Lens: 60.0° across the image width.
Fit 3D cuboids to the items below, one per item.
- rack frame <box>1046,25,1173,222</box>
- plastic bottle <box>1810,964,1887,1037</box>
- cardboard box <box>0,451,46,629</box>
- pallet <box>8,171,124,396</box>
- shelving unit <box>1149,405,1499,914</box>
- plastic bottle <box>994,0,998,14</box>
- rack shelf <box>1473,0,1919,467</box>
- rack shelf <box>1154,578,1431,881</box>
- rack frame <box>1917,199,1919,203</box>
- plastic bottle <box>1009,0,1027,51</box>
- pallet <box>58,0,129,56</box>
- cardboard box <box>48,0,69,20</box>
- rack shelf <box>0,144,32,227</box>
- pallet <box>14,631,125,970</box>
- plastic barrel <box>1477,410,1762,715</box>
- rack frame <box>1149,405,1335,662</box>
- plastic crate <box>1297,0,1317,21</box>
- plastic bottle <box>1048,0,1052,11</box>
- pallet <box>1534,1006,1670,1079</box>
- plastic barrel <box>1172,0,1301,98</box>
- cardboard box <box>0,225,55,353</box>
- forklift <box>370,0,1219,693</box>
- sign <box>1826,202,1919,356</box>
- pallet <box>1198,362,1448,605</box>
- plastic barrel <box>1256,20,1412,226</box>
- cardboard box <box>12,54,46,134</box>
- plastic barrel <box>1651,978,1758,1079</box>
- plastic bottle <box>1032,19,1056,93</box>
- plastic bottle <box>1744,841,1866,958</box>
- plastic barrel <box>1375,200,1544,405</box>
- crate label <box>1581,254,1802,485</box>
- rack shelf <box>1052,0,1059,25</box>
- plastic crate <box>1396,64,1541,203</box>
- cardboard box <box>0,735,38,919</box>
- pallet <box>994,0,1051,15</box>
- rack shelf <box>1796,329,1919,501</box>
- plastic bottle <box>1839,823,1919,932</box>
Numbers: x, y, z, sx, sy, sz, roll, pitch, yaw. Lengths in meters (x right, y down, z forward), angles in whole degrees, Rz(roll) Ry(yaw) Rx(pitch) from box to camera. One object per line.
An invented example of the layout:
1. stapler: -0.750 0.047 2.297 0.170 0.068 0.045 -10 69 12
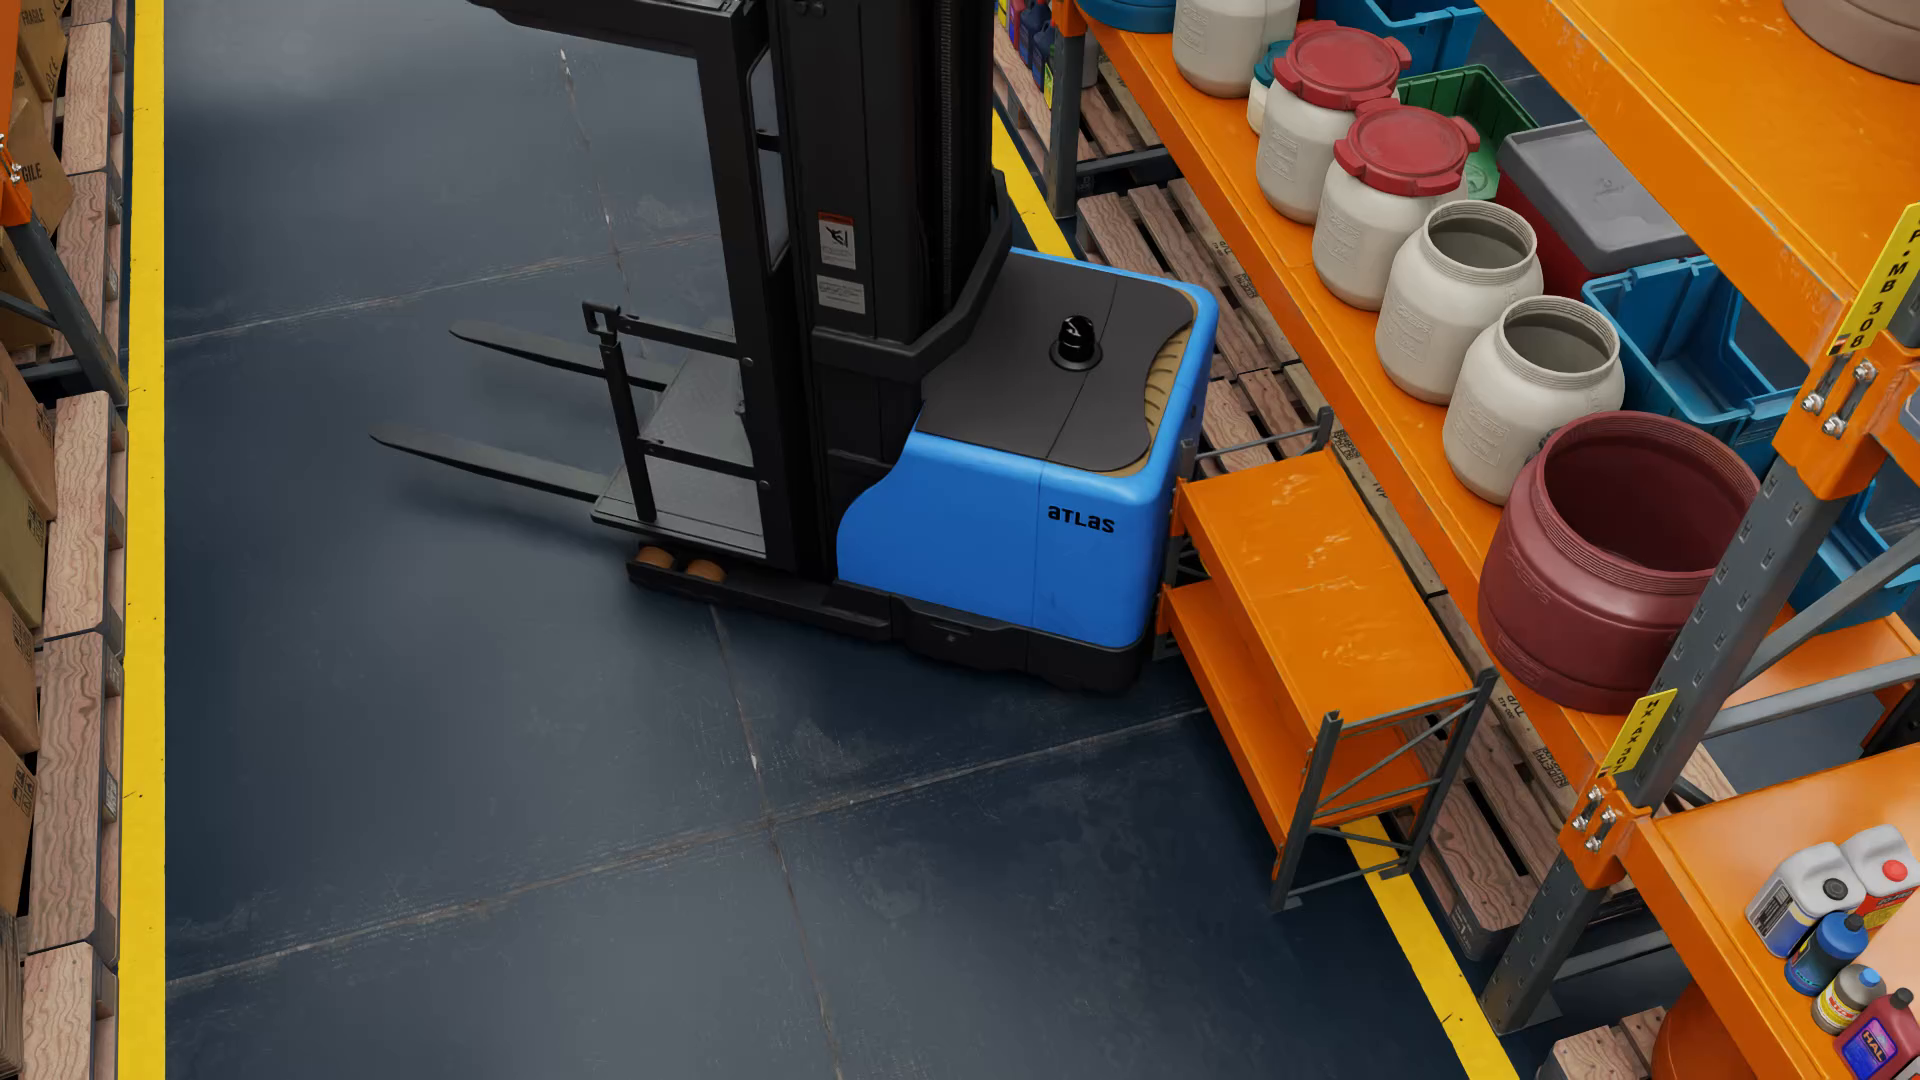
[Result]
1. rack frame: 0.886 -2.552 6.440 1.000 3.000 0.127 -13 51 -11
2. plastic bottle: 1.925 0.984 3.588 0.097 0.201 0.097 0 50 0
3. cardboard box: -3.561 0.037 5.604 0.700 0.500 0.500 -14 51 -11
4. pallet: -4.078 -1.016 6.969 1.003 0.211 1.213 -13 51 -11
5. shelving unit: 1.061 0.385 5.179 0.538 1.125 1.048 -14 52 -10
6. plastic bottle: 0.224 -2.717 8.072 0.152 0.276 0.135 -12 51 -10
7. rack shelf: 1.478 -1.826 4.336 1.077 0.370 4.000 -13 51 -11
8. rack shelf: 1.062 0.538 5.369 0.538 0.278 1.000 -14 52 -10
9. rack frame: 2.069 -1.564 1.683 1.000 3.000 0.127 -13 51 -11
10. plastic bottle: 0.276 -2.473 7.862 0.061 0.283 0.133 -10 51 -9
11. pallet: -4.799 -2.798 8.471 1.003 0.211 1.213 -13 51 -11
12. cardboard box: -4.650 -2.795 8.004 0.500 0.500 0.500 -2 50 -1
13. rack shelf: -3.254 0.260 4.539 1.077 0.370 4.000 -13 51 -11
14. pallet: -3.249 0.927 5.330 1.003 0.211 1.213 -13 51 -11
15. plastic barrel: 1.642 0.055 4.153 0.600 0.536 0.708 -13 51 -11
16. rack frame: 0.910 0.007 5.483 0.500 1.125 0.032 -14 52 -10
17. plastic crate: 1.322 -2.288 6.175 0.402 0.464 0.583 -13 51 -11
18. plastic bottle: 0.498 -2.413 7.816 0.152 0.276 0.135 -13 51 -11
19. pallet: 2.342 1.834 4.565 1.003 0.211 1.213 -13 51 -11
20. plastic barrel: 0.960 -1.848 5.757 0.433 0.535 0.433 0 50 0
21. cardboard box: -3.925 -1.063 6.545 0.500 0.500 0.500 -15 51 -12
22. forklift: -0.694 -1.088 5.250 3.031 2.935 1.130 14 51 11
23. sign: 1.546 -0.434 2.761 0.100 0.325 0.005 -13 51 -11
24. pallet: 1.520 -0.196 6.277 1.003 0.211 1.213 -13 51 -11
25. plastic barrel: 1.177 -1.312 5.305 0.433 0.535 0.433 0 50 0
26. cardboard box: -4.361 -1.915 7.263 0.500 0.500 0.500 -17 52 -14
27. plastic barrel: 2.230 1.287 4.348 0.600 0.830 0.708 -13 51 -11
28. plastic bottle: 0.420 -2.245 7.626 0.144 0.351 0.185 -15 51 -12
29. plastic bottle: 1.888 0.798 3.696 0.152 0.276 0.135 -13 51 -11
30. plastic barrel: 1.436 -0.677 4.786 0.421 0.512 0.421 0 50 0
31. crate label: 2.034 -0.429 4.627 0.502 0.435 0.616 -13 51 -11
32. rack shelf: 0.295 -3.781 7.946 1.077 0.370 4.000 -13 51 -11
33. plastic crate: 1.671 -1.276 5.502 0.450 0.188 0.662 -13 51 -11
34. cardboard box: -3.230 0.853 4.916 0.700 0.500 0.500 -9 51 -8
35. pallet: 0.363 -3.046 8.680 1.003 0.211 1.213 -13 51 -11
36. rack shelf: 2.661 1.095 1.874 1.077 0.370 4.000 -13 51 -11
37. plastic bottle: 2.034 0.764 3.725 0.152 0.276 0.135 -13 51 -11
